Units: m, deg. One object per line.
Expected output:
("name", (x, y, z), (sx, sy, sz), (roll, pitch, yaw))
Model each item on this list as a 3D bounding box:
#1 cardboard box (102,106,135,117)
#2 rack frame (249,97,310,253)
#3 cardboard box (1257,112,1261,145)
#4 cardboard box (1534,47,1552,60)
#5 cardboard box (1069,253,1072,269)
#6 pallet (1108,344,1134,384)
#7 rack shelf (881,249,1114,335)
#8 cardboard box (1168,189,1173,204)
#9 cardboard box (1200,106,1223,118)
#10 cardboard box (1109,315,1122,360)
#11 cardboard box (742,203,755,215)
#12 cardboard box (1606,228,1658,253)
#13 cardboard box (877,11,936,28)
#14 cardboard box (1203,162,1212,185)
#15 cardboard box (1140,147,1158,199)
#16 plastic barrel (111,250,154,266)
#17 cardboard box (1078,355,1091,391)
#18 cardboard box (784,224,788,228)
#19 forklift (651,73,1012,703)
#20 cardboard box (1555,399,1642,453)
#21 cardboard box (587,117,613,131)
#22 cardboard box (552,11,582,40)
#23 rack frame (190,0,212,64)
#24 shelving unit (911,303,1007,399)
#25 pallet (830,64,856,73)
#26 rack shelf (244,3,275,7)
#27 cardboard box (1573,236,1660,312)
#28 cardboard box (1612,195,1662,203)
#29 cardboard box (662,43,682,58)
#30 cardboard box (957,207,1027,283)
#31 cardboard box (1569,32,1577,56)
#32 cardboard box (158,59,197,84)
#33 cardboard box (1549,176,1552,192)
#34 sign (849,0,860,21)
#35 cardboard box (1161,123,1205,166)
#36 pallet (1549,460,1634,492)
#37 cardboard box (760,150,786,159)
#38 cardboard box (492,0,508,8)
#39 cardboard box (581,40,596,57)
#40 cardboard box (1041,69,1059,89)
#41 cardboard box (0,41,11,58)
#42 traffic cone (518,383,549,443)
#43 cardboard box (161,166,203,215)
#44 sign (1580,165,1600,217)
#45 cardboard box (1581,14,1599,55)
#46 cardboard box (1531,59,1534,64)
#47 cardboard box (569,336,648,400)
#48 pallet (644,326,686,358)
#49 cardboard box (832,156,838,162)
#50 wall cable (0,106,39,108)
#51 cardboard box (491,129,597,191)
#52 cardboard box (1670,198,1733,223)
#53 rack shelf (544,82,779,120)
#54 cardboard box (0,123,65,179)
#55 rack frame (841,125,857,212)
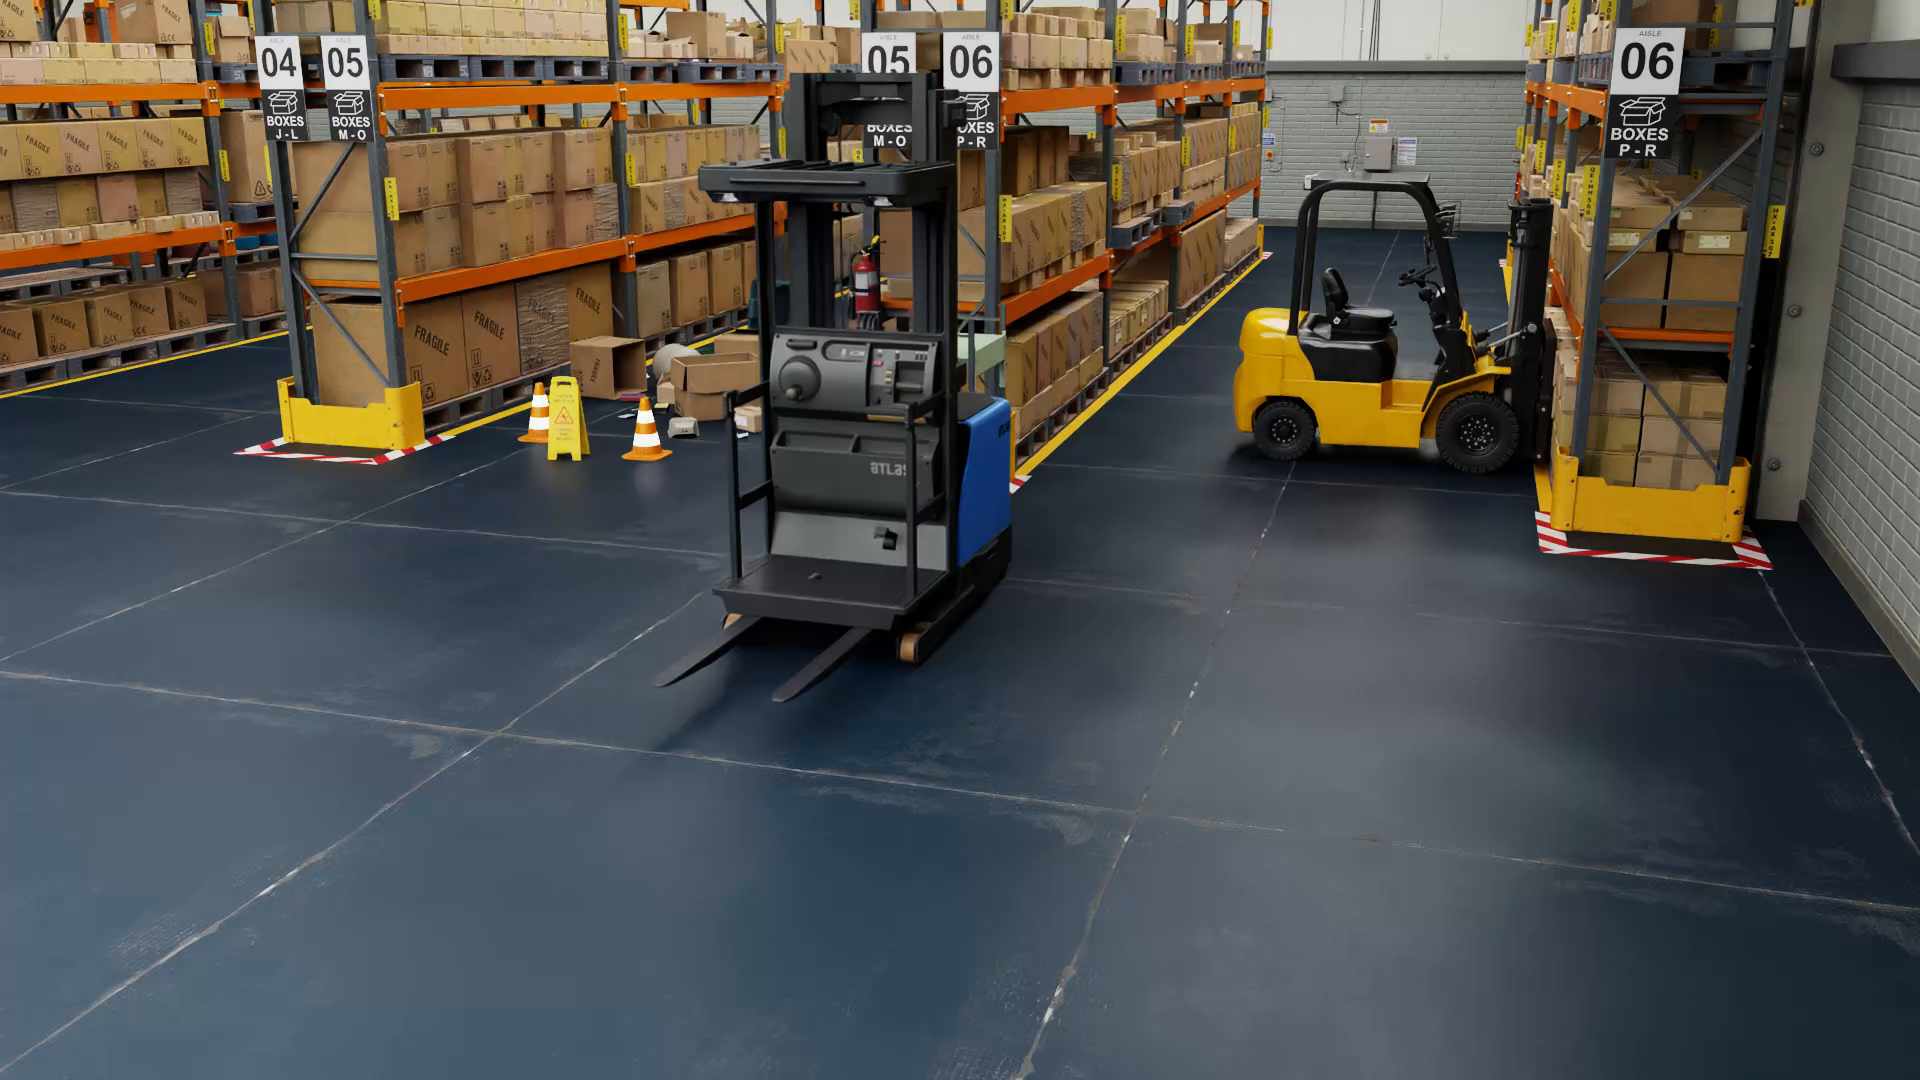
("cardboard box", (-15.095, -7.480, 29.687), (0.500, 0.500, 0.500), (4, 16, 14))
("rack frame", (-11.043, -6.195, 27.172), (1.000, 3.000, 0.127), (5, 16, 16))
("cardboard box", (4.435, -6.473, 26.138), (0.500, 0.500, 0.500), (5, 17, 18))
("cardboard box", (7.262, -5.985, 20.442), (0.380, 0.149, 0.250), (5, 17, 17))
("cardboard box", (0.748, -2.390, 14.218), (0.380, 0.149, 0.250), (4, 16, 15))
("pallet", (1.153, -1.811, 16.828), (1.003, 0.211, 1.213), (5, 16, 16))
("rack shelf", (0.365, -2.080, 13.983), (1.077, 0.370, 4.000), (5, 16, 16))
("cardboard box", (2.167, -3.828, 18.517), (0.380, 0.149, 0.250), (4, 16, 15))
("cardboard box", (3.546, -5.946, 23.090), (0.380, 0.149, 0.250), (4, 16, 15))
("cardboard box", (1.080, -2.024, 16.515), (0.950, 0.372, 0.625), (5, 17, 17))
("cardboard box", (-2.718, -4.132, 19.717), (0.500, 0.500, 0.500), (5, 16, 16))
("cardboard box", (4.387, -1.991, 10.980), (0.380, 0.149, 0.250), (5, 17, 17))
("cardboard box", (-0.390, -3.720, 11.949), (0.380, 0.149, 0.250), (5, 17, 16))
("cardboard box", (2.909, -4.674, 21.168), (0.500, 0.250, 0.500), (5, 17, 17))
("cardboard box", (1.773, -3.837, 17.363), (0.500, 0.500, 0.500), (4, 16, 14))
("plastic barrel", (-12.057, -4.435, 24.177), (0.600, 0.830, 0.708), (5, 16, 16))
("cardboard box", (0.882, -1.513, 14.934), (0.500, 0.250, 0.500), (4, 16, 14))
("cardboard box", (-2.132, -4.007, 21.898), (0.500, 0.250, 0.500), (4, 16, 15))
("forklift", (-0.631, -0.891, 8.600), (1.130, 2.935, 3.031), (5, 17, 18))
("cardboard box", (4.396, -0.790, 11.470), (0.500, 0.250, 0.500), (4, 16, 15))
("cardboard box", (-5.766, -6.476, 26.519), (0.500, 0.500, 0.500), (5, 16, 16))
("cardboard box", (-3.879, -4.790, 15.498), (0.500, 0.250, 0.500), (5, 16, 16))
("rack frame", (-8.568, -6.604, 17.620), (1.000, 3.000, 0.127), (5, 16, 16))
("shelving unit", (-0.002, -0.720, 10.619), (0.431, 1.500, 0.755), (5, 16, 16))
("pallet", (-2.137, -6.327, 22.487), (1.213, 0.211, 1.003), (5, 16, 16))
("rack shelf", (-10.475, -9.065, 28.351), (1.077, 0.370, 4.000), (5, 16, 16))
("cardboard box", (4.601, -1.851, 11.674), (0.500, 0.500, 0.500), (5, 17, 18))
("cardboard box", (4.687, -2.329, 11.625), (0.380, 0.149, 0.250), (5, 17, 16))
("cardboard box", (-3.194, -5.225, 17.765), (0.380, 0.149, 0.250), (5, 16, 16))
("cardboard box", (0.197, -2.196, 12.347), (0.500, 0.500, 0.500), (4, 16, 15))
("cardboard box", (5.666, -4.424, 14.642), (0.500, 0.311, 0.500), (4, 16, 14))
("cardboard box", (-8.447, -4.949, 17.558), (0.500, 0.250, 0.500), (5, 17, 18))
("cardboard box", (5.914, -3.444, 16.102), (0.380, 0.149, 0.250), (4, 16, 14))
("sign", (-0.730, -3.820, 11.680), (0.100, 0.325, 0.005), (5, 16, 16))
("cardboard box", (2.738, -4.899, 20.590), (0.500, 0.500, 0.500), (5, 17, 17))
("pallet", (4.734, -0.380, 11.783), (1.003, 0.211, 1.213), (5, 16, 16))
("cardboard box", (-2.386, -4.827, 20.952), (0.380, 0.149, 0.250), (5, 16, 16))
("cardboard box", (-4.143, -4.678, 14.374), (0.380, 0.149, 0.250), (5, 17, 17))
("cardboard box", (-3.709, -4.693, 15.888), (0.380, 0.149, 0.250), (5, 17, 17))
("cardboard box", (0.566, -3.625, 13.075), (0.380, 0.149, 0.250), (5, 17, 17))
("cardboard box", (-9.066, -4.553, 15.431), (0.380, 0.149, 0.250), (5, 16, 16))
("traffic cone", (-3.465, -1.068, 13.748), (0.336, 0.463, 0.334), (5, 16, 16))
("cardboard box", (-8.755, -3.796, 17.986), (0.875, 0.500, 0.500), (5, 16, 16))
("sign", (4.041, -2.235, 10.657), (0.100, 0.325, 0.005), (5, 16, 16))
("cardboard box", (5.224, -4.017, 13.207), (0.500, 0.311, 0.500), (5, 17, 17))
("cardboard box", (8.434, -6.856, 23.737), (0.500, 0.250, 0.500), (4, 16, 14))
("cardboard box", (-3.298, -1.619, 15.618), (0.500, 0.500, 0.500), (8, 18, 25))
("pallet", (-3.694, -2.173, 18.102), (1.003, 0.211, 1.213), (5, 16, 16))
("cardboard box", (-1.862, -5.159, 22.667), (0.380, 0.149, 0.250), (5, 17, 16))
("wall cable", (-19.948, -8.906, 34.871), (0.084, 1.984, 1.851), (5, 16, 16))
("cardboard box", (-4.024, -3.651, 15.952), (0.875, 0.550, 0.550), (5, 16, 16))
("cardboard box", (5.025, -2.229, 11.274), (0.380, 0.149, 0.250), (5, 17, 17))
("rack shelf", (-3.273, -4.927, 18.523), (1.077, 0.370, 4.000), (5, 16, 16))
("cardboard box", (-8.997, -3.727, 15.912), (0.500, 0.500, 0.500), (5, 16, 16))
("rack frame", (-1.568, -5.399, 24.369), (1.000, 3.000, 0.127), (5, 16, 16))
